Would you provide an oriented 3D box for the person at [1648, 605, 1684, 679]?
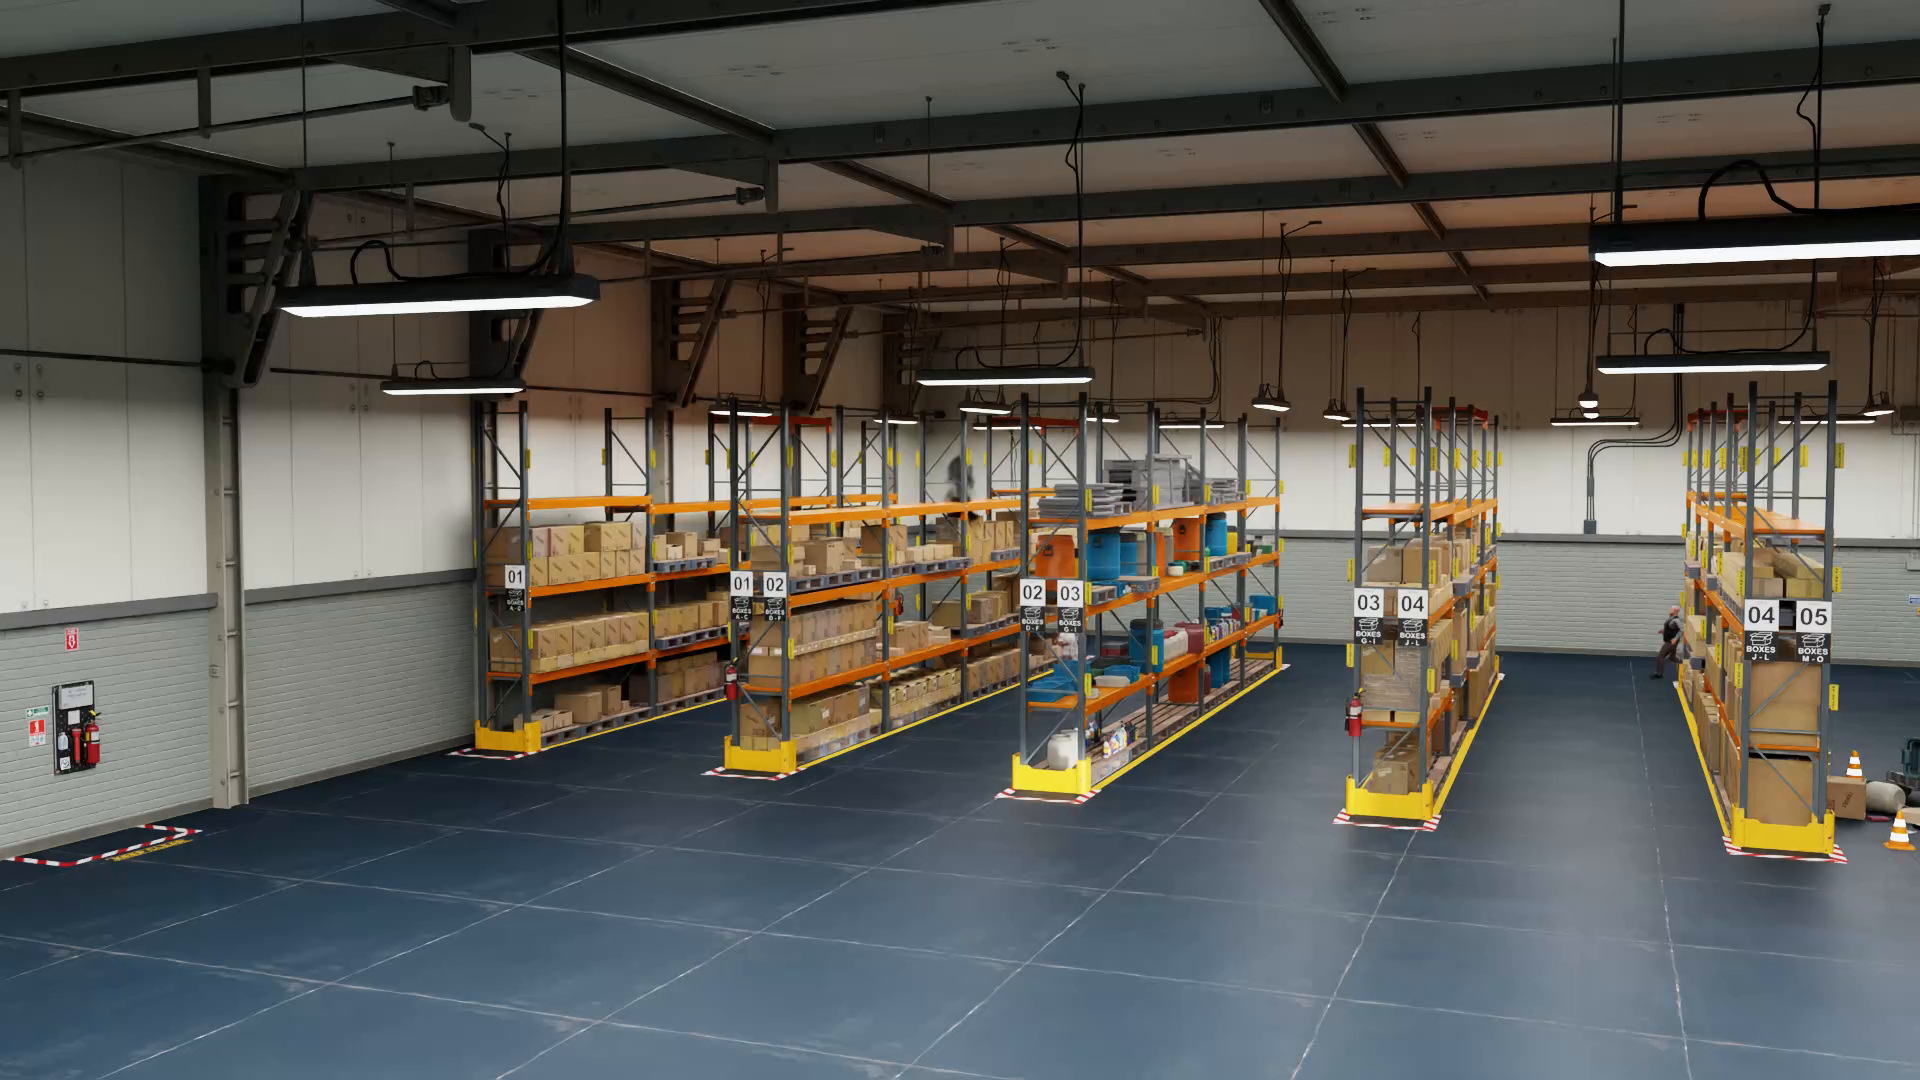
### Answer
[{"bbox_3d":[16.066,2.320,37.642,0.880,1.705,0.705,1,3,23],"label":"person"}]

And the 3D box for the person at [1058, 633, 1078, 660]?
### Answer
[{"bbox_3d":[2.345,2.474,34.921,0.540,1.783,0.786,1,3,16],"label":"person"}]
